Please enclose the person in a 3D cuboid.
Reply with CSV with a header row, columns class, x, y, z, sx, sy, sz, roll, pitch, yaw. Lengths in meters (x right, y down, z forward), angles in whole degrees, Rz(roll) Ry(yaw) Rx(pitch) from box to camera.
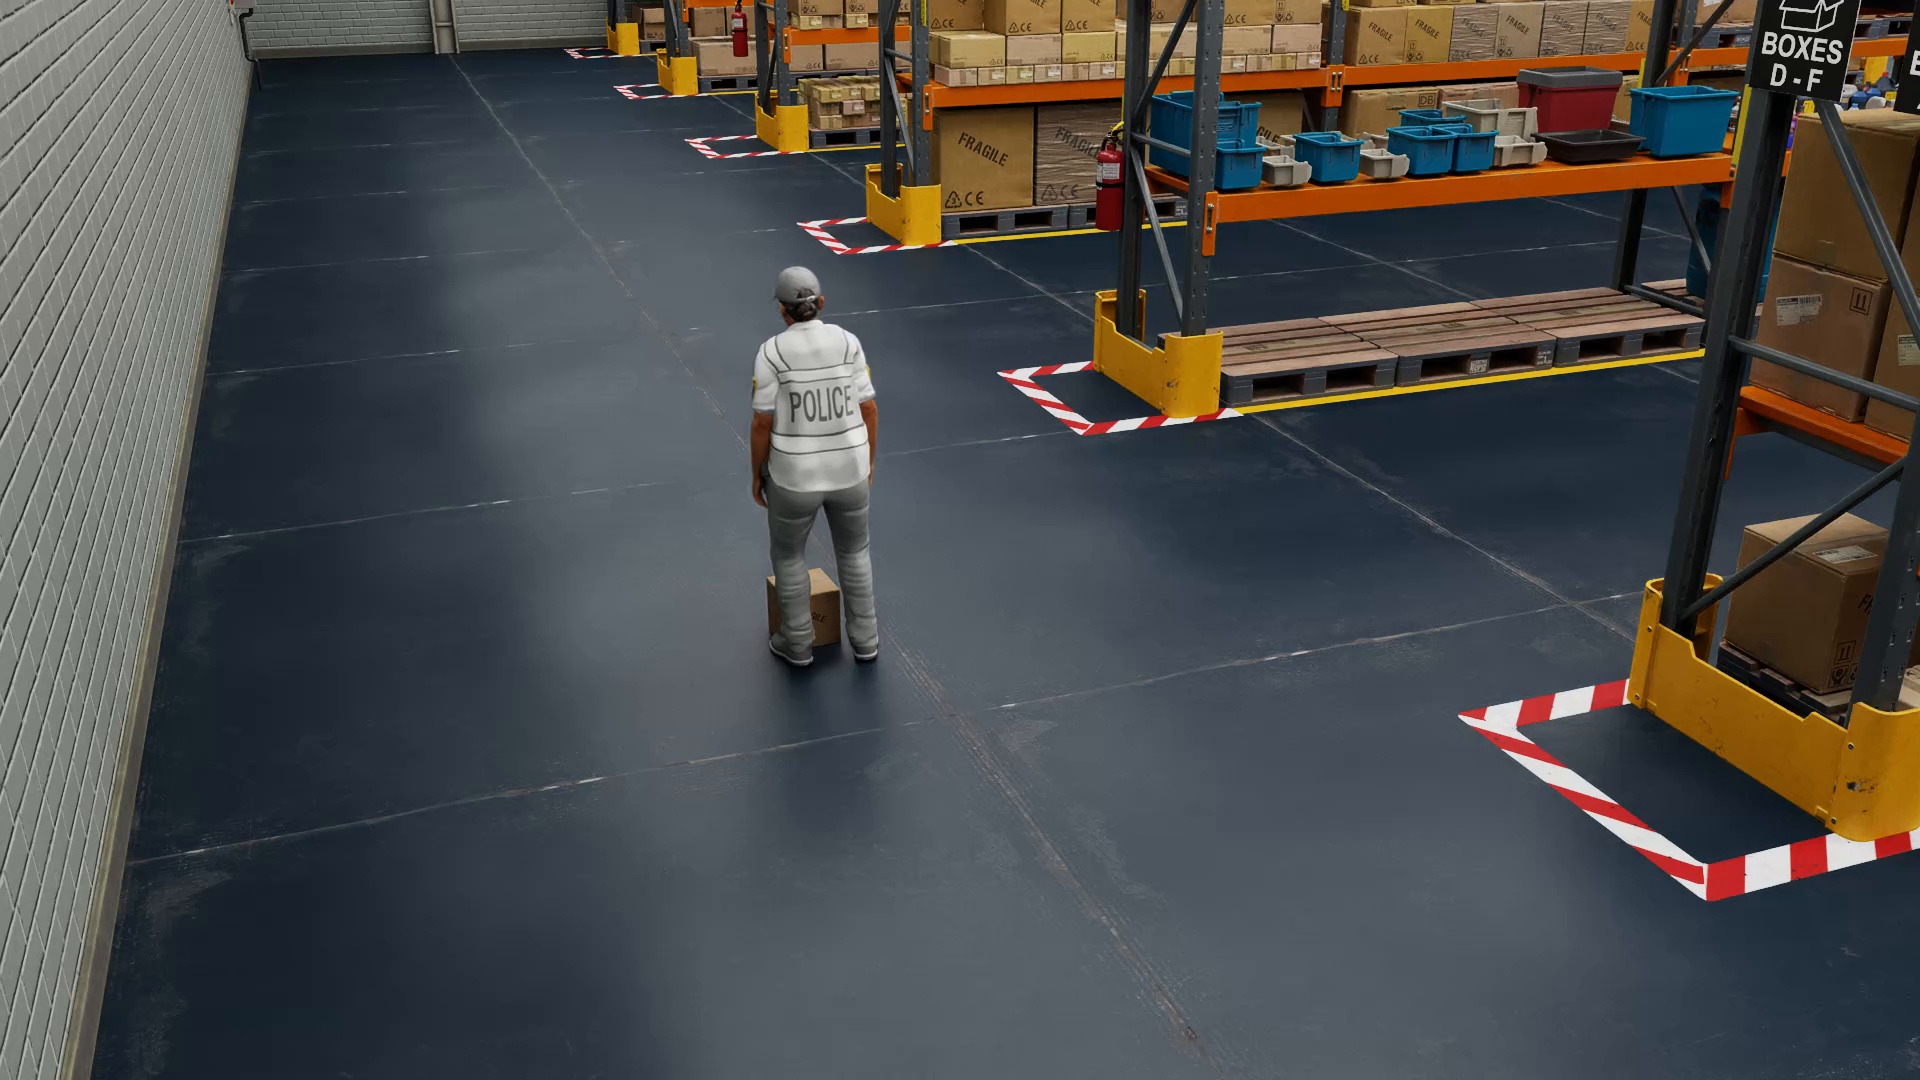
class,x,y,z,sx,sy,sz,roll,pitch,yaw
person,-0.581,-0.276,6.745,0.533,1.666,0.469,-8,24,-19
